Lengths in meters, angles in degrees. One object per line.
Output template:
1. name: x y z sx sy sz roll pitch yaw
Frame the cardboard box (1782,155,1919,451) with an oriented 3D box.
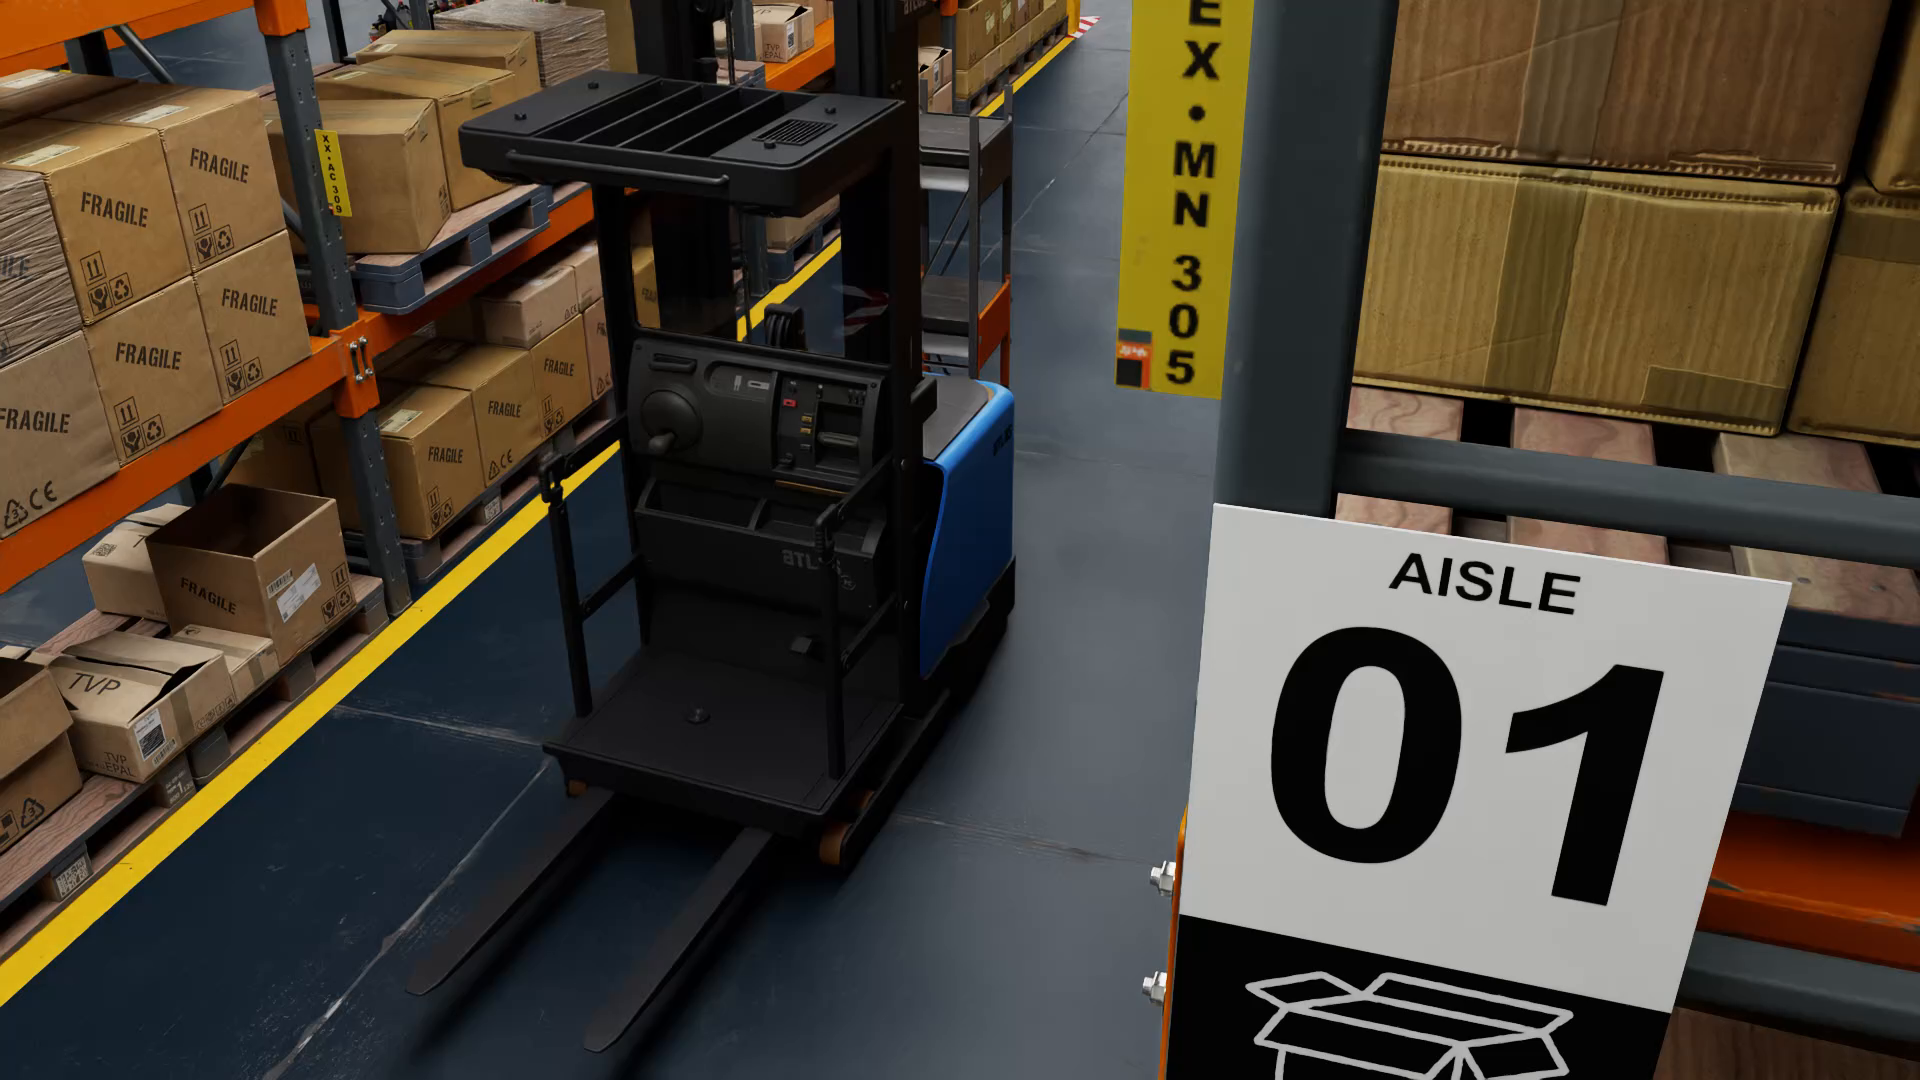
1. cardboard box: 1.132 -0.286 1.712 0.500 0.250 0.500 10 31 17

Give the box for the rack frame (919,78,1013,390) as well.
1. rack frame: 0.023 -0.954 7.305 0.400 2.100 0.015 8 30 15

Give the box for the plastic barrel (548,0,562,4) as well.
1. plastic barrel: -4.358 -5.905 17.406 0.421 0.512 0.421 0 29 0

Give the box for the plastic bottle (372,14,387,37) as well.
1. plastic bottle: -5.439 -4.775 15.590 0.061 0.283 0.133 10 31 17

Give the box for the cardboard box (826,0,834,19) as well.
1. cardboard box: -1.073 -4.002 11.756 0.500 0.500 0.500 9 30 15

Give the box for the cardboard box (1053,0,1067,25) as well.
1. cardboard box: 0.768 -5.340 16.660 0.500 0.250 0.500 8 30 15

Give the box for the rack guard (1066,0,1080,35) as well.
1. rack guard: 0.650 -5.568 17.246 1.175 0.500 0.348 8 30 15

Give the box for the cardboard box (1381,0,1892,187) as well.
1. cardboard box: 0.638 -0.688 1.664 0.500 0.500 0.500 8 30 15

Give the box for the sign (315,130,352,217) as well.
1. sign: -2.358 -1.377 6.250 0.100 0.325 0.005 8 30 15

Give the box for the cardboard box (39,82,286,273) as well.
1. cardboard box: -2.780 -1.282 5.837 0.500 0.500 0.500 9 30 15

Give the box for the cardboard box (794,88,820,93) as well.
1. cardboard box: -1.340 -3.147 12.140 0.500 0.311 0.500 9 30 16

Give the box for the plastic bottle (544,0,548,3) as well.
1. plastic bottle: -4.211 -5.411 16.818 0.097 0.201 0.097 0 29 0

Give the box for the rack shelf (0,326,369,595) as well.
1. rack shelf: -3.466 0.171 5.097 1.077 0.370 4.000 8 30 15

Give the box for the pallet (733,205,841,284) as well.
1. pallet: -1.426 -2.090 11.290 1.003 0.211 1.213 8 30 15

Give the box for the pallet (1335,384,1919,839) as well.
1. pallet: 0.891 -0.127 1.899 1.003 0.211 1.213 8 30 15

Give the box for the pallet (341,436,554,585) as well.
1. pallet: -2.676 -0.238 7.960 1.003 0.211 1.213 8 30 15

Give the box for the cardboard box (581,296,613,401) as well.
1. cardboard box: -2.055 -1.078 8.722 0.500 0.500 0.500 7 30 13

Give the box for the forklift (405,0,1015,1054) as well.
1. forklift: -0.776 -0.383 5.424 1.130 2.935 3.031 11 31 19

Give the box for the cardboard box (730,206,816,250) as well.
1. cardboard box: -1.270 -2.115 10.863 0.500 0.250 0.500 8 30 15

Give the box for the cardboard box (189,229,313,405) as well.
1. cardboard box: -2.780 -0.848 6.085 0.500 0.500 0.500 9 30 16

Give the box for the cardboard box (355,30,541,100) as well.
1. cardboard box: -2.419 -2.130 7.958 0.700 0.500 0.500 1 29 2

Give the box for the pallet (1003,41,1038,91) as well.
1. pallet: 0.099 -4.505 15.630 1.003 0.211 1.213 8 30 15

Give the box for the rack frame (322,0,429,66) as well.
1. rack frame: -5.265 -5.499 14.550 1.000 3.000 0.127 8 30 15

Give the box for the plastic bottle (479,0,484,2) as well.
1. plastic bottle: -4.921 -5.560 17.013 0.097 0.271 0.097 0 29 0

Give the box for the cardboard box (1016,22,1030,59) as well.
1. cardboard box: 0.340 -4.641 15.404 0.500 0.250 0.500 8 30 15

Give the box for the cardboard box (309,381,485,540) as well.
1. cardboard box: -2.504 -0.363 7.435 0.500 0.500 0.500 7 30 13

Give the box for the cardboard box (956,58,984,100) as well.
1. cardboard box: -0.105 -3.945 14.152 0.500 0.250 0.500 8 30 15

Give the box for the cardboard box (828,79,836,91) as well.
1. cardboard box: -0.671 -3.314 12.442 0.500 0.311 0.500 8 30 15

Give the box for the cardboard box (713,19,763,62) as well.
1. cardboard box: -1.556 -3.056 10.249 0.500 0.311 0.500 10 31 18

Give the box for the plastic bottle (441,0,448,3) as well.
1. plastic bottle: -5.110 -5.260 16.474 0.097 0.271 0.097 0 29 0

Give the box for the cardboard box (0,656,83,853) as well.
1. cardboard box: -3.425 0.700 5.522 0.797 0.503 0.637 8 30 15

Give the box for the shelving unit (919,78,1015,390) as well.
1. shelving unit: -0.049 -0.841 7.101 0.431 2.100 0.503 8 30 15

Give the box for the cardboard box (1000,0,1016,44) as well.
1. cardboard box: 0.198 -4.736 14.803 0.500 0.500 0.500 8 30 15

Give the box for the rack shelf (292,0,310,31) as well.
1. rack shelf: -2.292 -2.999 7.710 1.077 0.370 4.000 8 30 15

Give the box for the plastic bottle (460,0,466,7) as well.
1. plastic bottle: -5.021 -5.401 16.727 0.097 0.271 0.097 0 29 0

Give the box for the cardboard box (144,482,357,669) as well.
1. cardboard box: -2.775 0.132 6.545 0.500 0.500 0.500 8 30 15

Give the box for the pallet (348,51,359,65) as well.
1. pallet: -5.028 -4.587 15.778 1.003 0.211 1.213 8 30 15

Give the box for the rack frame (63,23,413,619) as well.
1. rack frame: -2.879 -1.073 6.593 1.000 3.000 0.127 8 30 15

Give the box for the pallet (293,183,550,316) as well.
1. pallet: -2.540 -1.345 7.279 1.003 0.211 1.213 8 30 15

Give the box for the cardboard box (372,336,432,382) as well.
1. cardboard box: -2.855 -0.672 7.990 0.500 0.500 0.500 9 30 15

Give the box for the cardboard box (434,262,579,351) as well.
1. cardboard box: -2.210 -1.155 8.088 0.500 0.250 0.500 9 30 15

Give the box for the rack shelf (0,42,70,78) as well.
1. rack shelf: -7.026 -2.397 9.712 1.077 0.370 4.000 8 30 15

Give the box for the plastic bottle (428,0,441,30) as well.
1. plastic bottle: -5.095 -5.081 16.141 0.061 0.283 0.133 8 30 15

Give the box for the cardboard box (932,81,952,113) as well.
1. cardboard box: -0.375 -3.539 13.422 0.500 0.250 0.500 8 30 14
